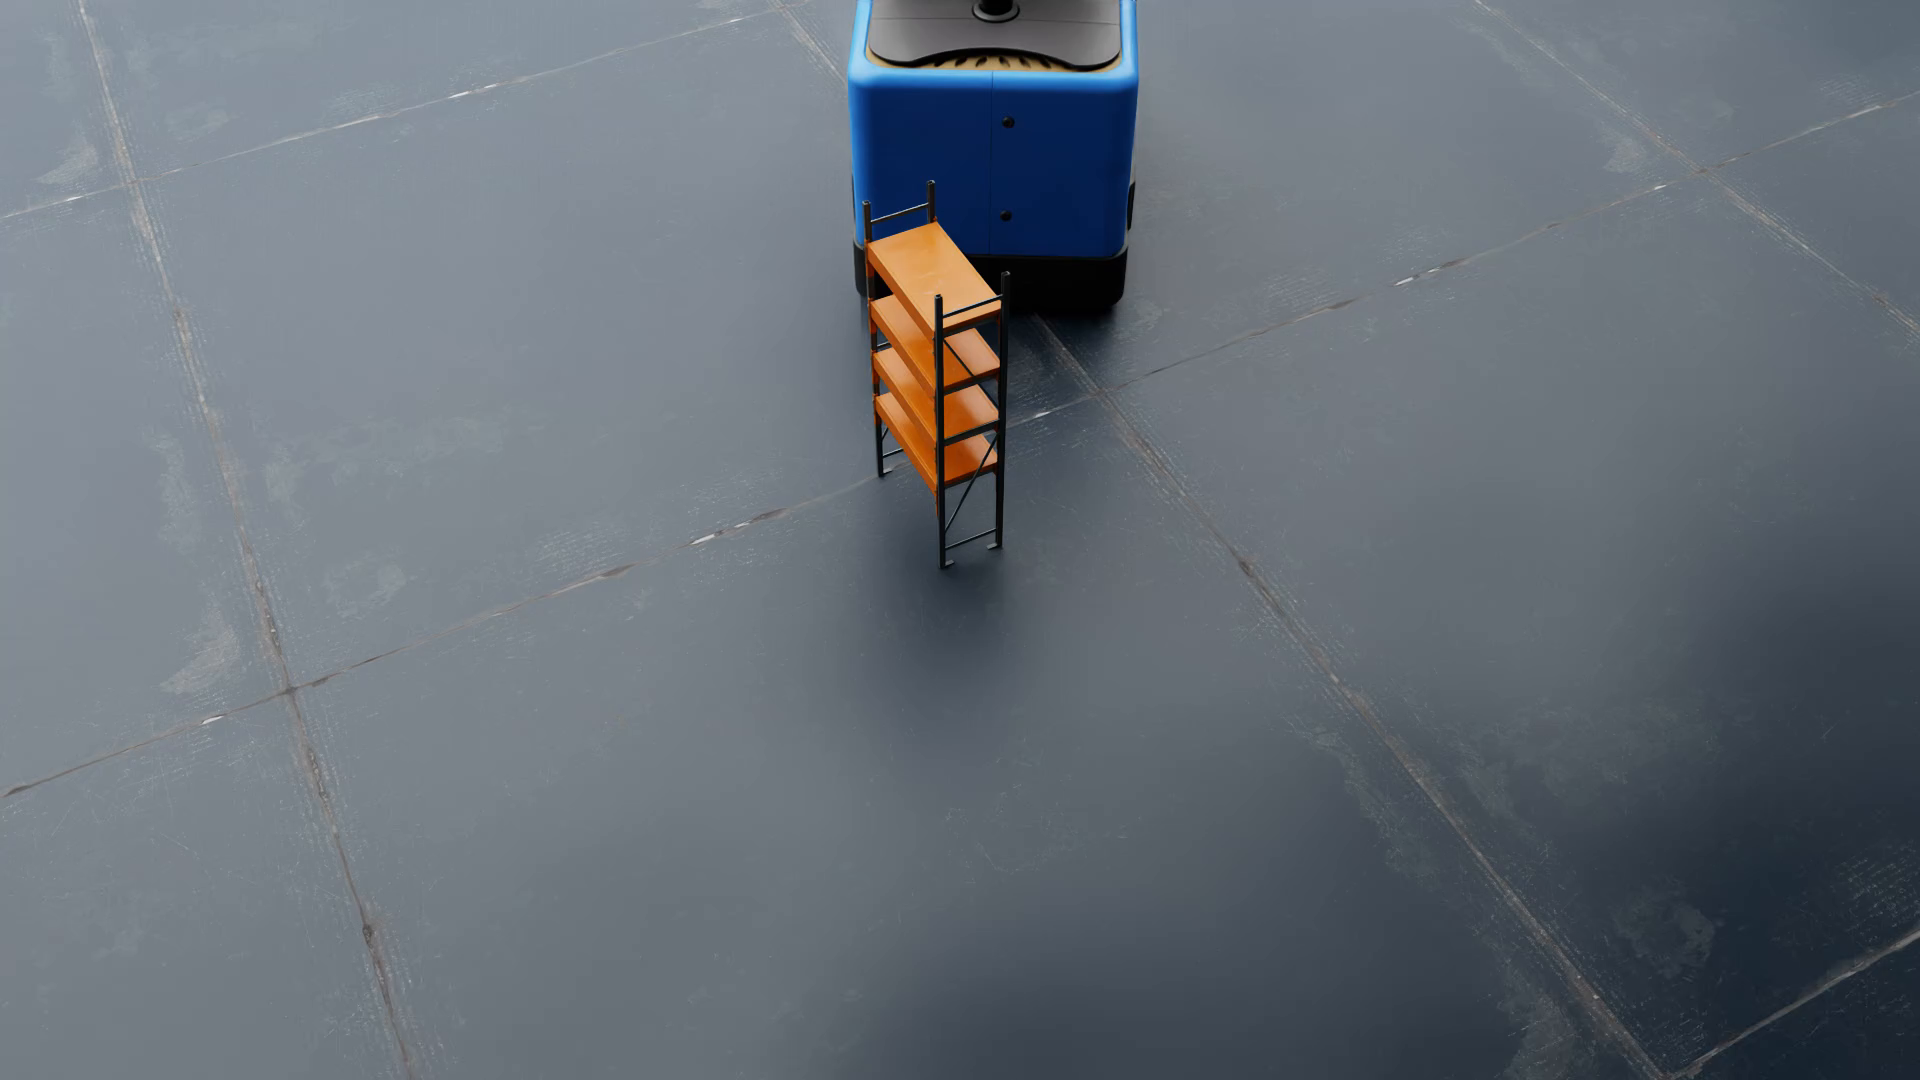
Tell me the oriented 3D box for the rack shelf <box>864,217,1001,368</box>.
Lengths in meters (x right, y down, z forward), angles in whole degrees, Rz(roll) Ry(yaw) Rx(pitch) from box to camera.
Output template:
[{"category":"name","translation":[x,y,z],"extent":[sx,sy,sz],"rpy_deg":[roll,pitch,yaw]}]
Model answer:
[{"category":"rack shelf","translation":[-0.076,-0.765,5.099],"extent":[0.258,0.148,0.480],"rpy_deg":[-21,52,-18]}]

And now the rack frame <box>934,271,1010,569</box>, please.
[{"category":"rack frame","translation":[0.036,-0.342,5.252],"extent":[0.240,1.200,0.015],"rpy_deg":[-21,52,-18]}]

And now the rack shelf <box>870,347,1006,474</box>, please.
[{"category":"rack shelf","translation":[-0.076,-0.462,5.446],"extent":[0.258,0.148,0.480],"rpy_deg":[-21,52,-18]}]

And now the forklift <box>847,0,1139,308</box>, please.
[{"category":"forklift","translation":[0.174,-2.966,6.397],"extent":[1.130,2.935,3.031],"rpy_deg":[2,49,2]}]

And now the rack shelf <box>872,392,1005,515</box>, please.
[{"category":"rack shelf","translation":[-0.076,-0.331,5.595],"extent":[0.258,0.148,0.480],"rpy_deg":[-21,52,-18]}]

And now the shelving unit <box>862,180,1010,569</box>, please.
[{"category":"shelving unit","translation":[-0.076,-0.506,5.395],"extent":[0.258,1.200,0.503],"rpy_deg":[-21,52,-18]}]

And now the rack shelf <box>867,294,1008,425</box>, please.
[{"category":"rack shelf","translation":[-0.076,-0.609,5.278],"extent":[0.258,0.148,0.480],"rpy_deg":[-21,52,-18]}]

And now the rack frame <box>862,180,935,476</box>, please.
[{"category":"rack frame","translation":[-0.187,-0.669,5.538],"extent":[0.240,1.200,0.015],"rpy_deg":[-21,52,-18]}]
